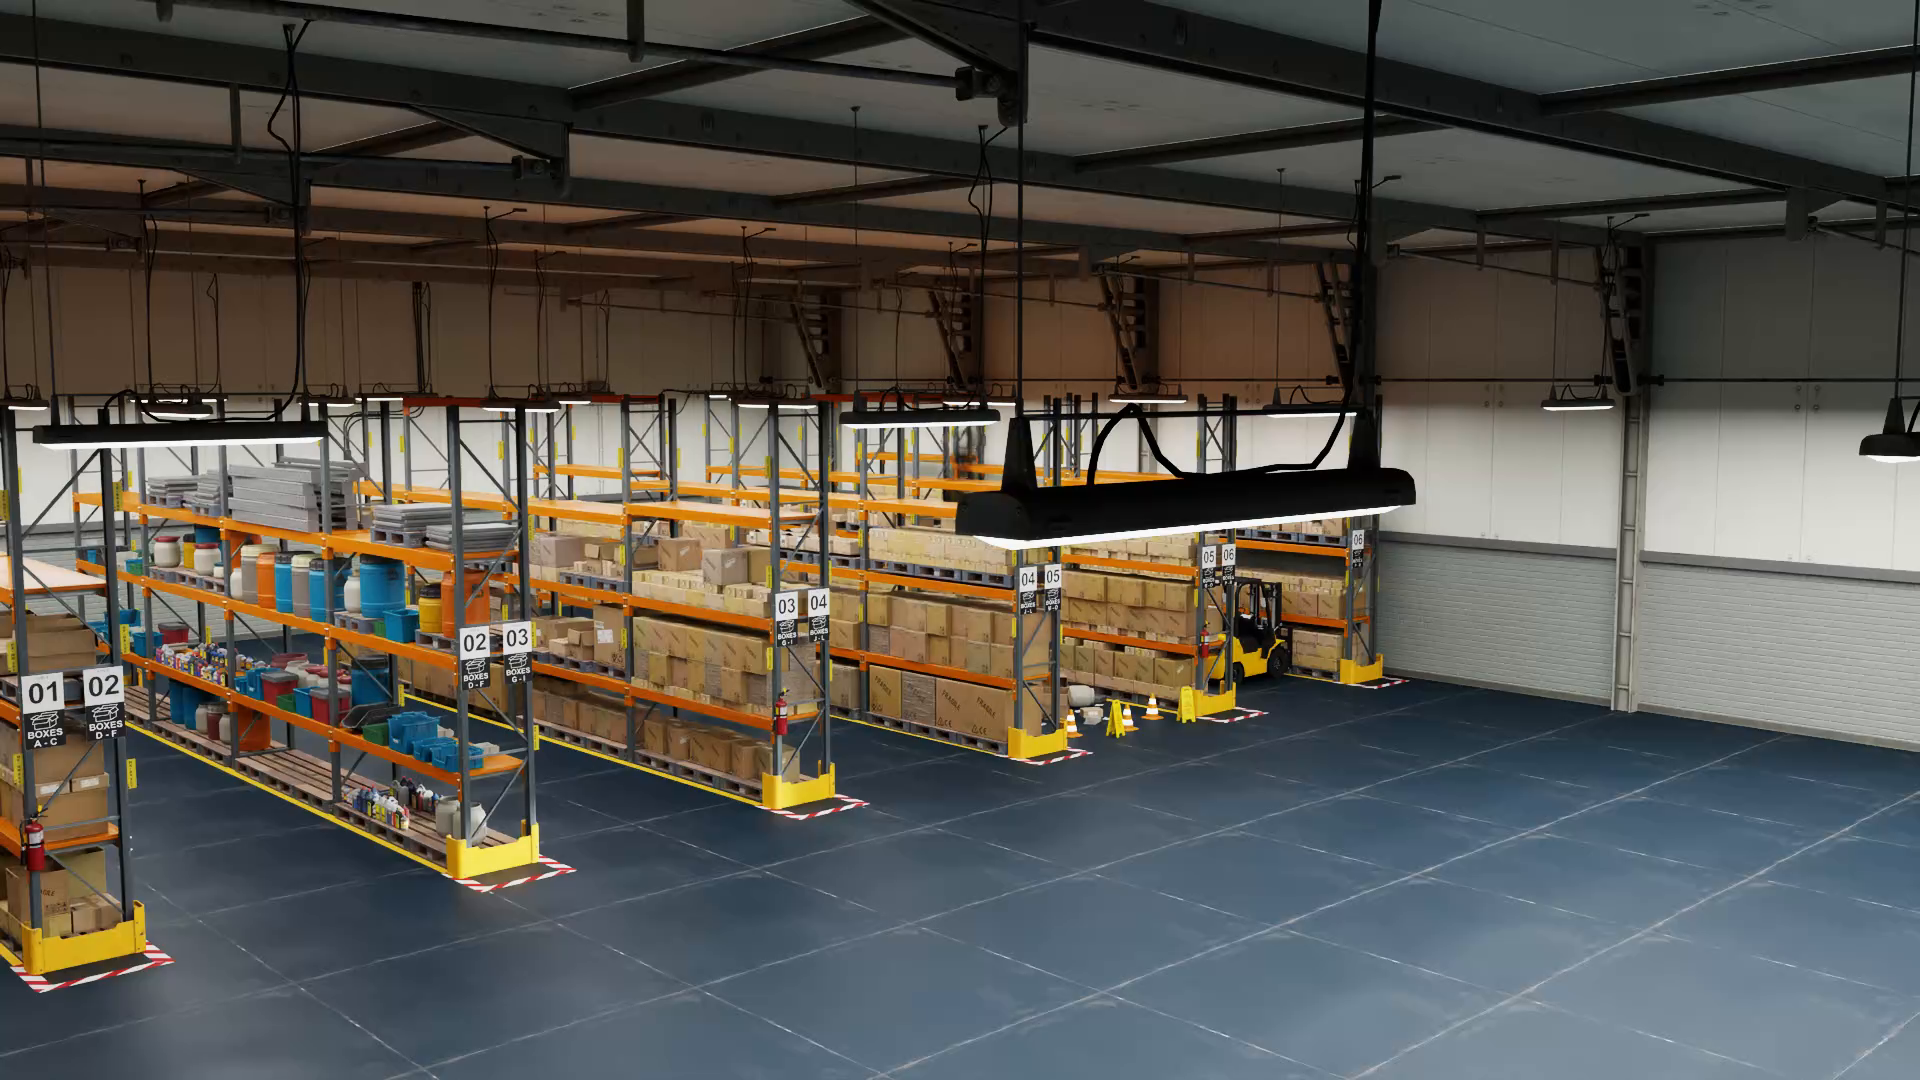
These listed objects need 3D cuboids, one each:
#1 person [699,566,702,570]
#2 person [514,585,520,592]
[{"bbox_3d":[-6.994,1.229,43.770,0.657,1.771,0.863,5,7,39],"label":"person"},{"bbox_3d":[-10.328,1.786,38.108,0.675,1.715,0.730,-5,7,-41],"label":"person"}]
